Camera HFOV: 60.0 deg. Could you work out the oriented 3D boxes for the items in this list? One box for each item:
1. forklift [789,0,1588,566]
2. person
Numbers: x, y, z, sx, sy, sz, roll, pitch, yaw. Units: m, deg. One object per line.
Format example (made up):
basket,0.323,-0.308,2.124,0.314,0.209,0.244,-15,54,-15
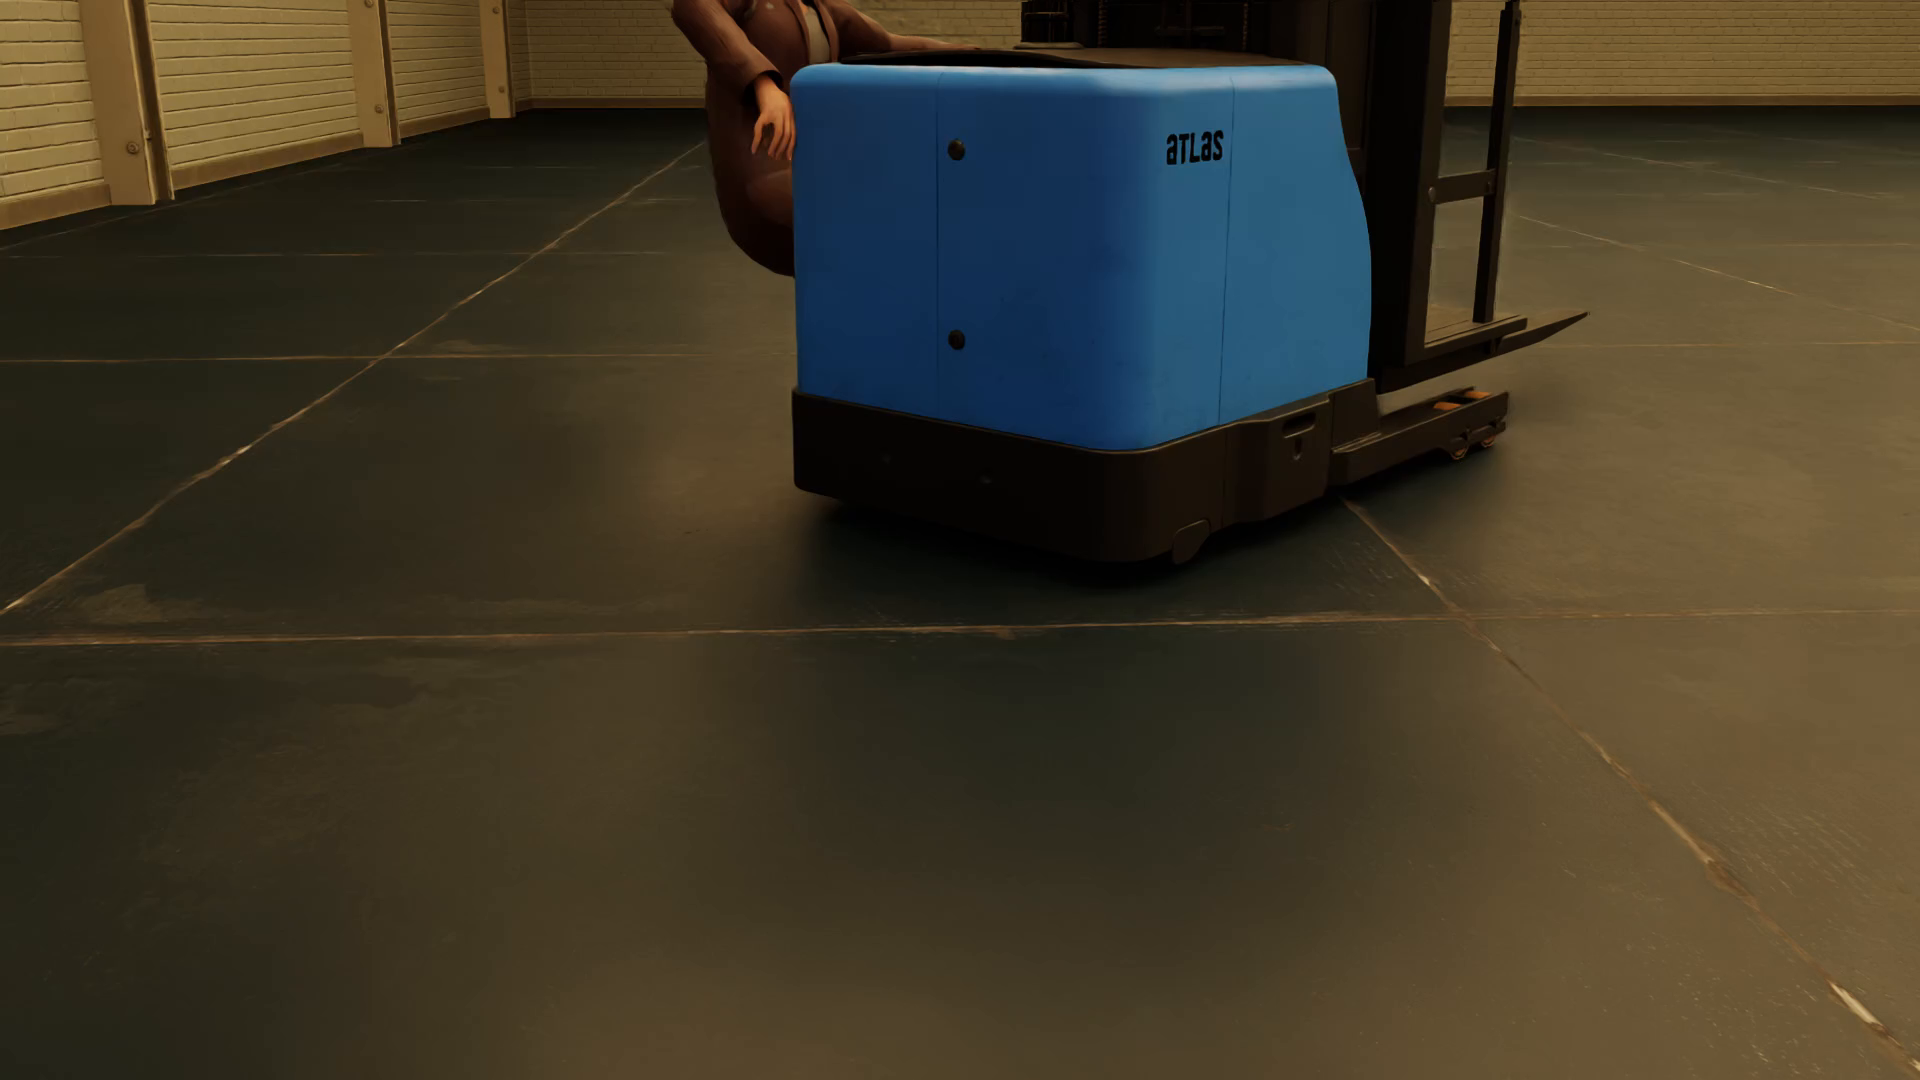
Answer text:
forklift,0.930,-1.707,4.488,1.130,2.935,3.031,14,22,38
person,-0.218,-0.924,4.298,0.892,1.511,1.097,4,18,14
